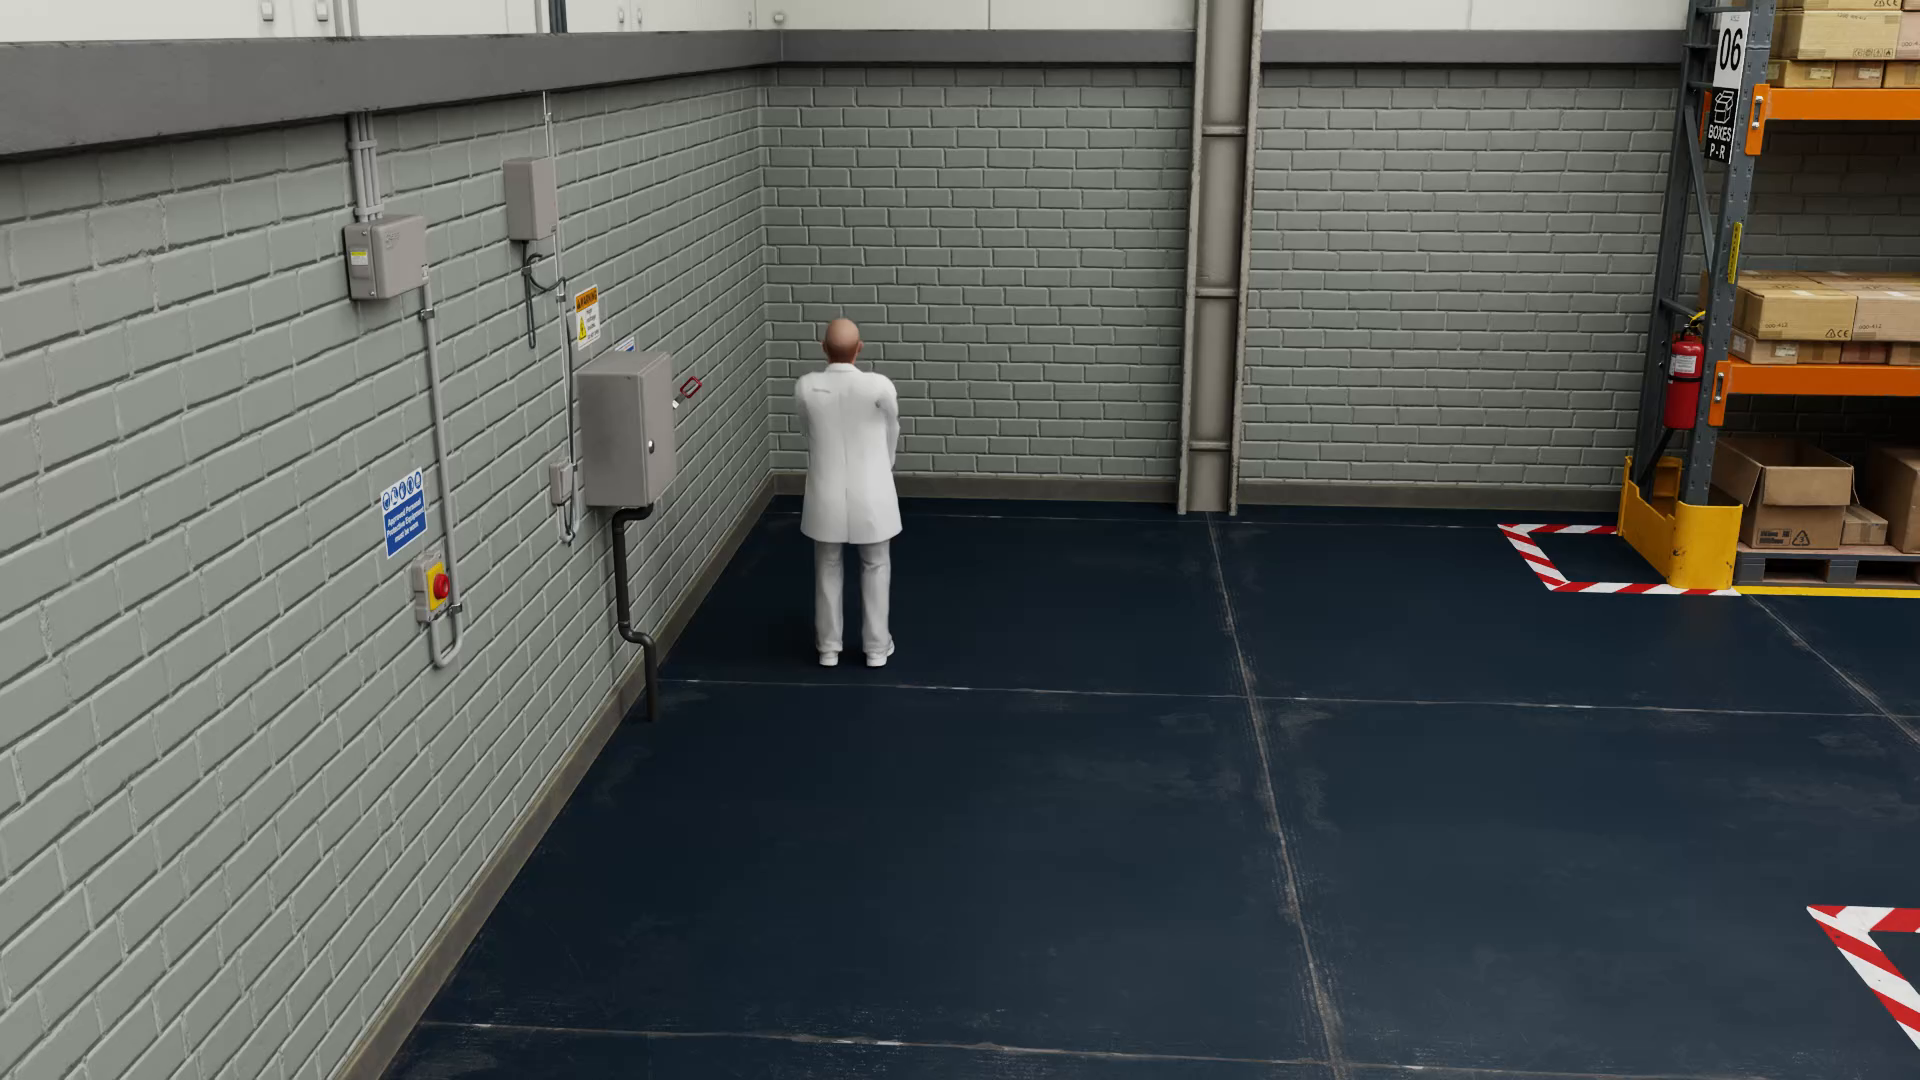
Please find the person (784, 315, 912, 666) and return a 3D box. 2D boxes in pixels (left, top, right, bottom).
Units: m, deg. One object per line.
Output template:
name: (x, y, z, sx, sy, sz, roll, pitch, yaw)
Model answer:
person: (-0.558, -0.239, 8.347, 0.639, 1.772, 0.433, 0, 17, 1)
